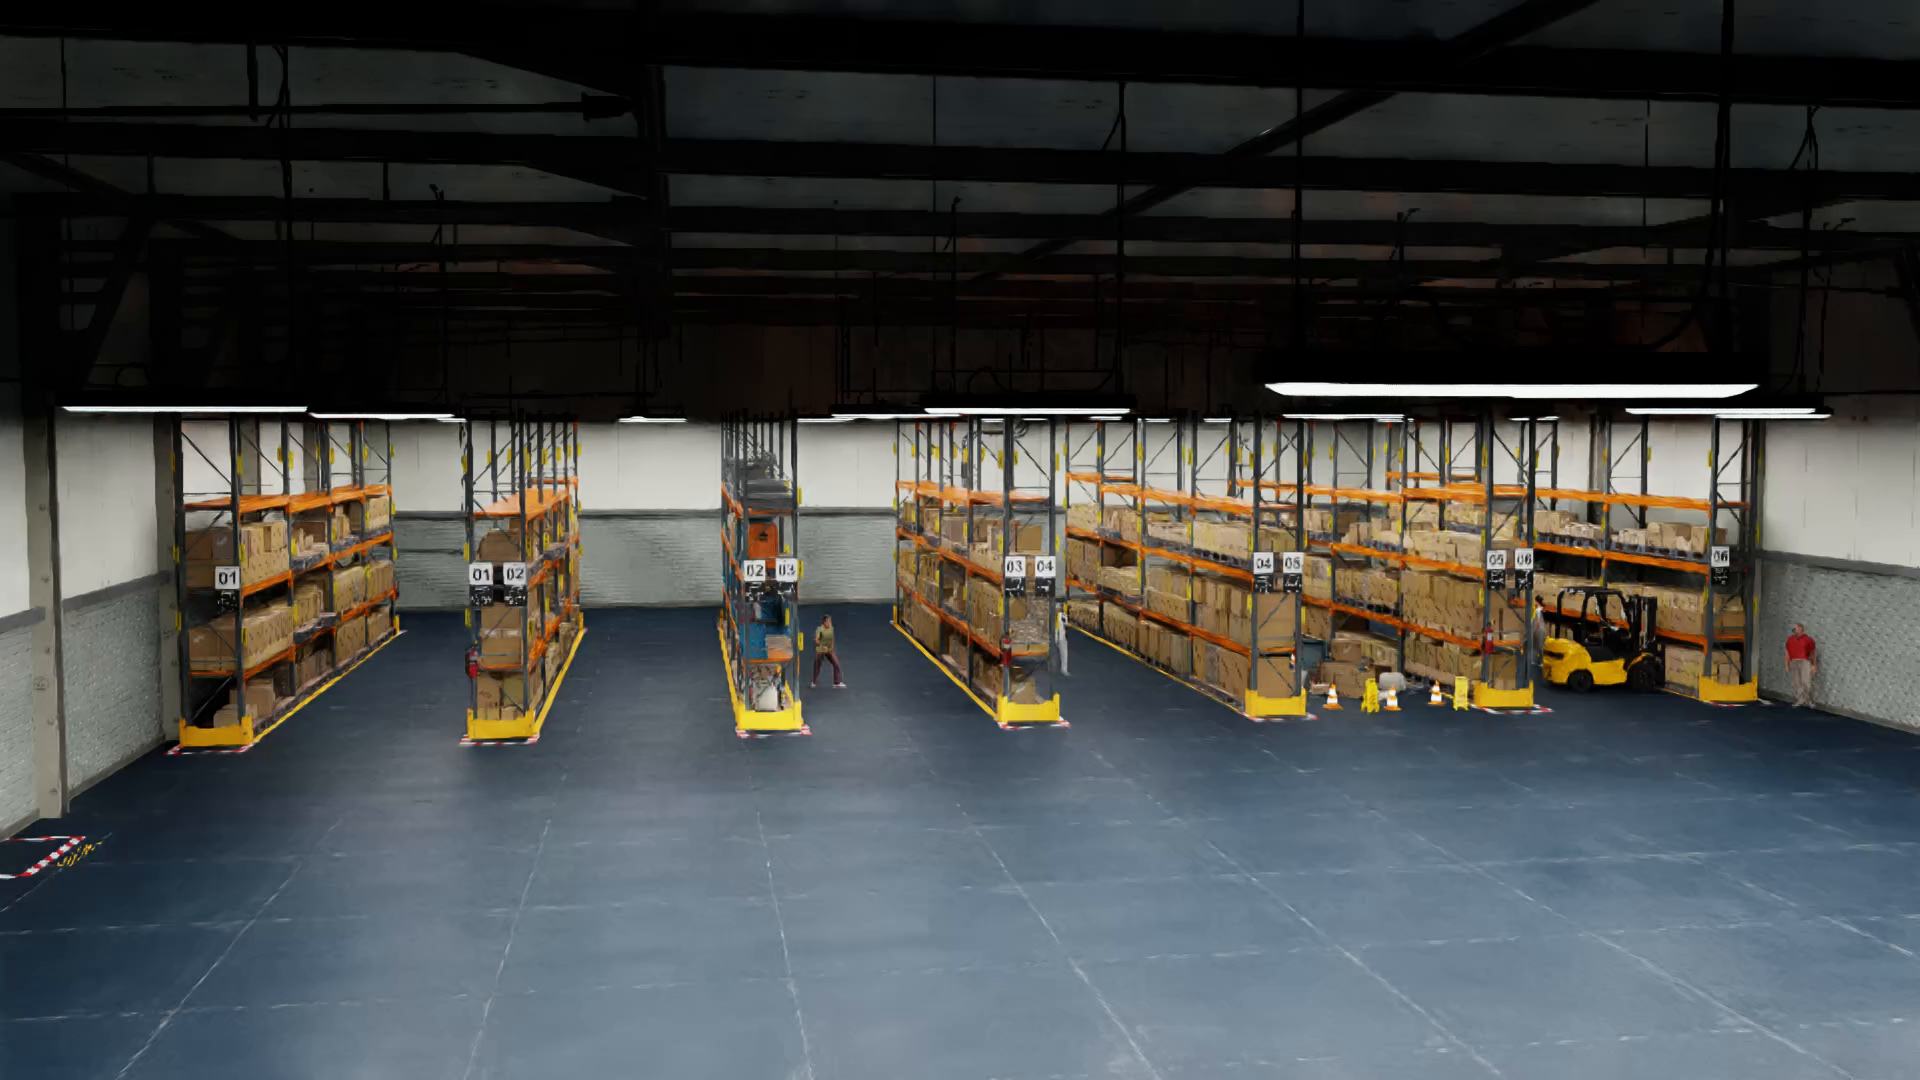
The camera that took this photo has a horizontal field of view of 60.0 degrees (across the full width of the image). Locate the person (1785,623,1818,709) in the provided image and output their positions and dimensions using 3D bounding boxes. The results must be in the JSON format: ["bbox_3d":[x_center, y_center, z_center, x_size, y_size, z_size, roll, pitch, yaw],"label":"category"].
[{"bbox_3d":[16.930,2.521,33.434,0.422,1.721,0.653,-3,5,-41],"label":"person"}]

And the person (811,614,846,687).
[{"bbox_3d":[-2.909,2.401,36.009,0.621,1.613,0.786,-2,5,-30],"label":"person"}]

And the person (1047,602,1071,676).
[{"bbox_3d":[2.199,2.226,37.891,0.542,1.675,1.126,0,4,-7],"label":"person"}]

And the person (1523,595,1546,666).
[{"bbox_3d":[13.654,2.129,39.350,0.580,1.666,0.576,1,4,16],"label":"person"}]
